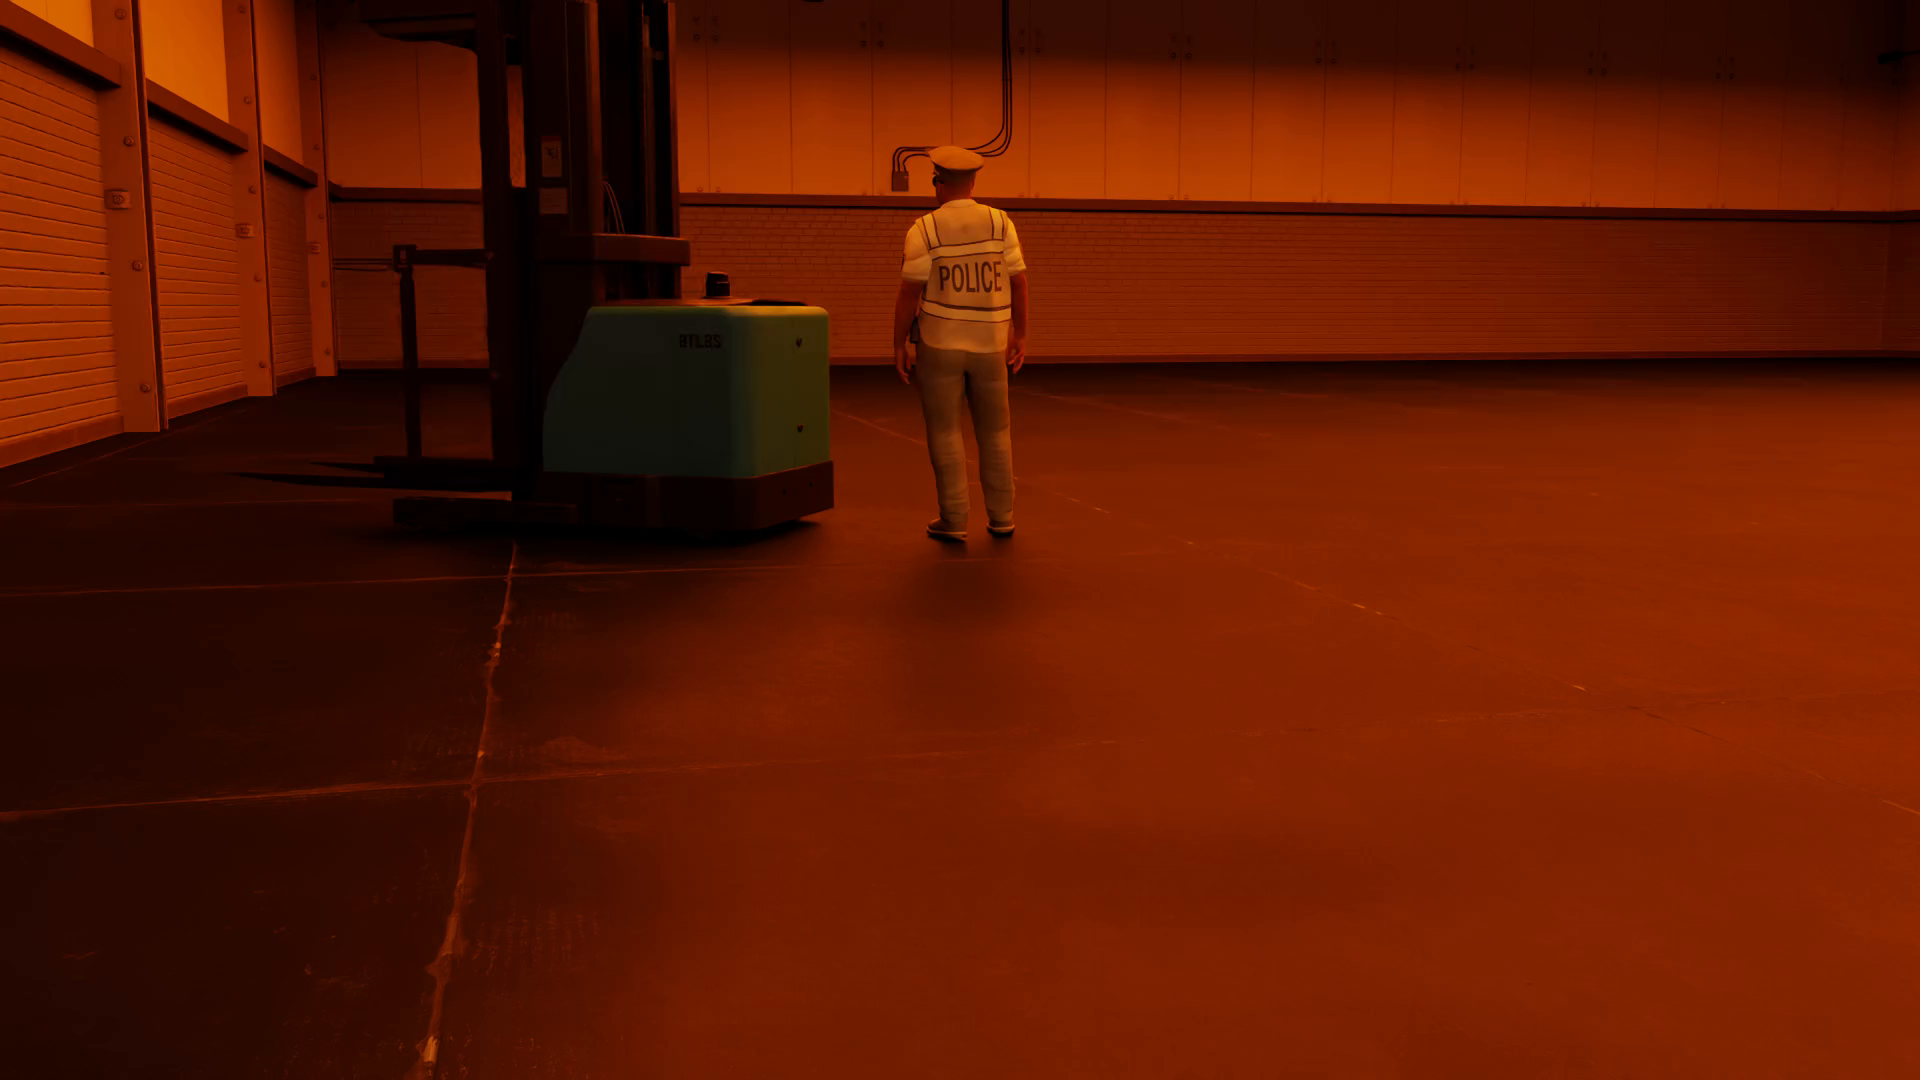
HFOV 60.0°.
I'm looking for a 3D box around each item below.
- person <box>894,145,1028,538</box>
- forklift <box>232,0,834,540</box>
[{"bbox_3d":[-0.007,-0.900,7.660,0.640,1.780,0.575,-2,8,-13],"label":"person"},{"bbox_3d":[-2.208,-1.551,8.211,3.031,2.935,1.130,3,8,18],"label":"forklift"}]
